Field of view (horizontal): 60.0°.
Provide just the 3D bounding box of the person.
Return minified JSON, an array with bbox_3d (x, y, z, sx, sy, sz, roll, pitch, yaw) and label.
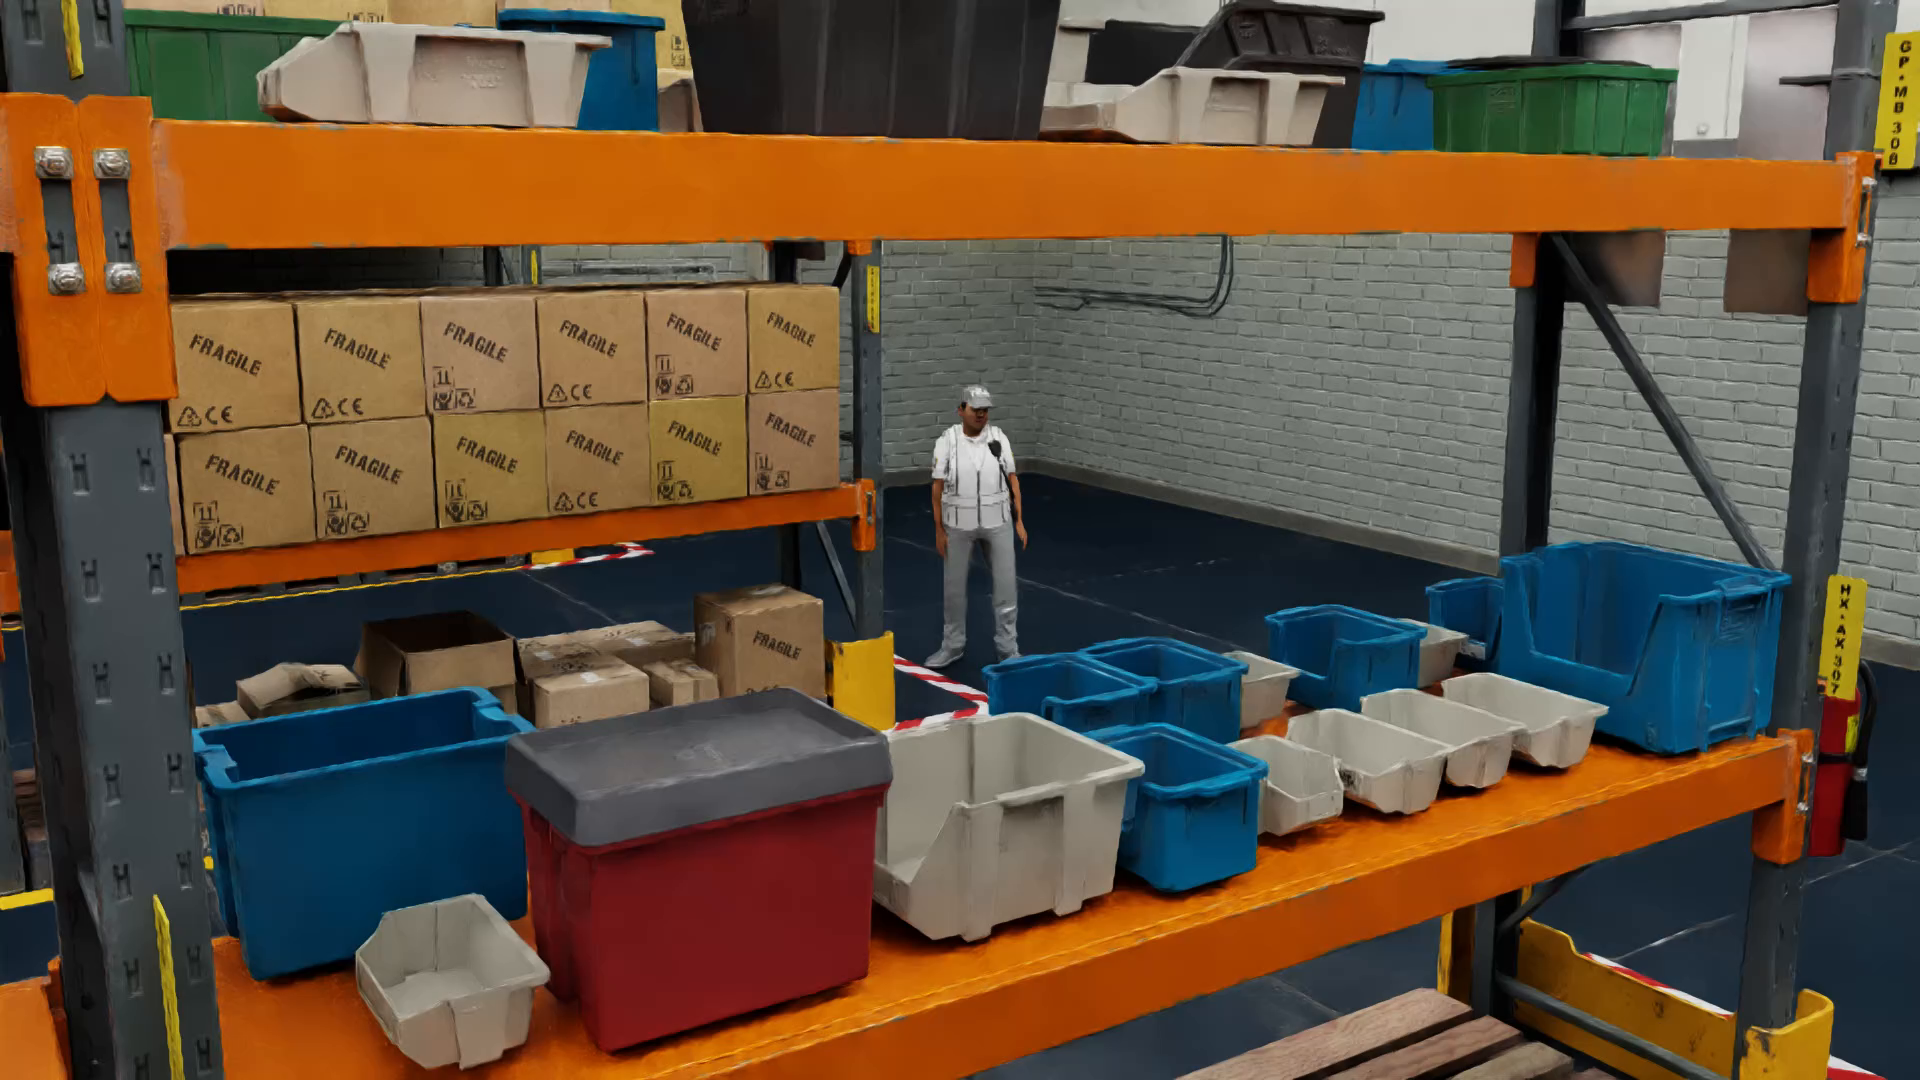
[{"bbox_3d":[0.093,-0.071,9.689,0.608,1.671,0.393,-1,11,-4],"label":"person"}]
